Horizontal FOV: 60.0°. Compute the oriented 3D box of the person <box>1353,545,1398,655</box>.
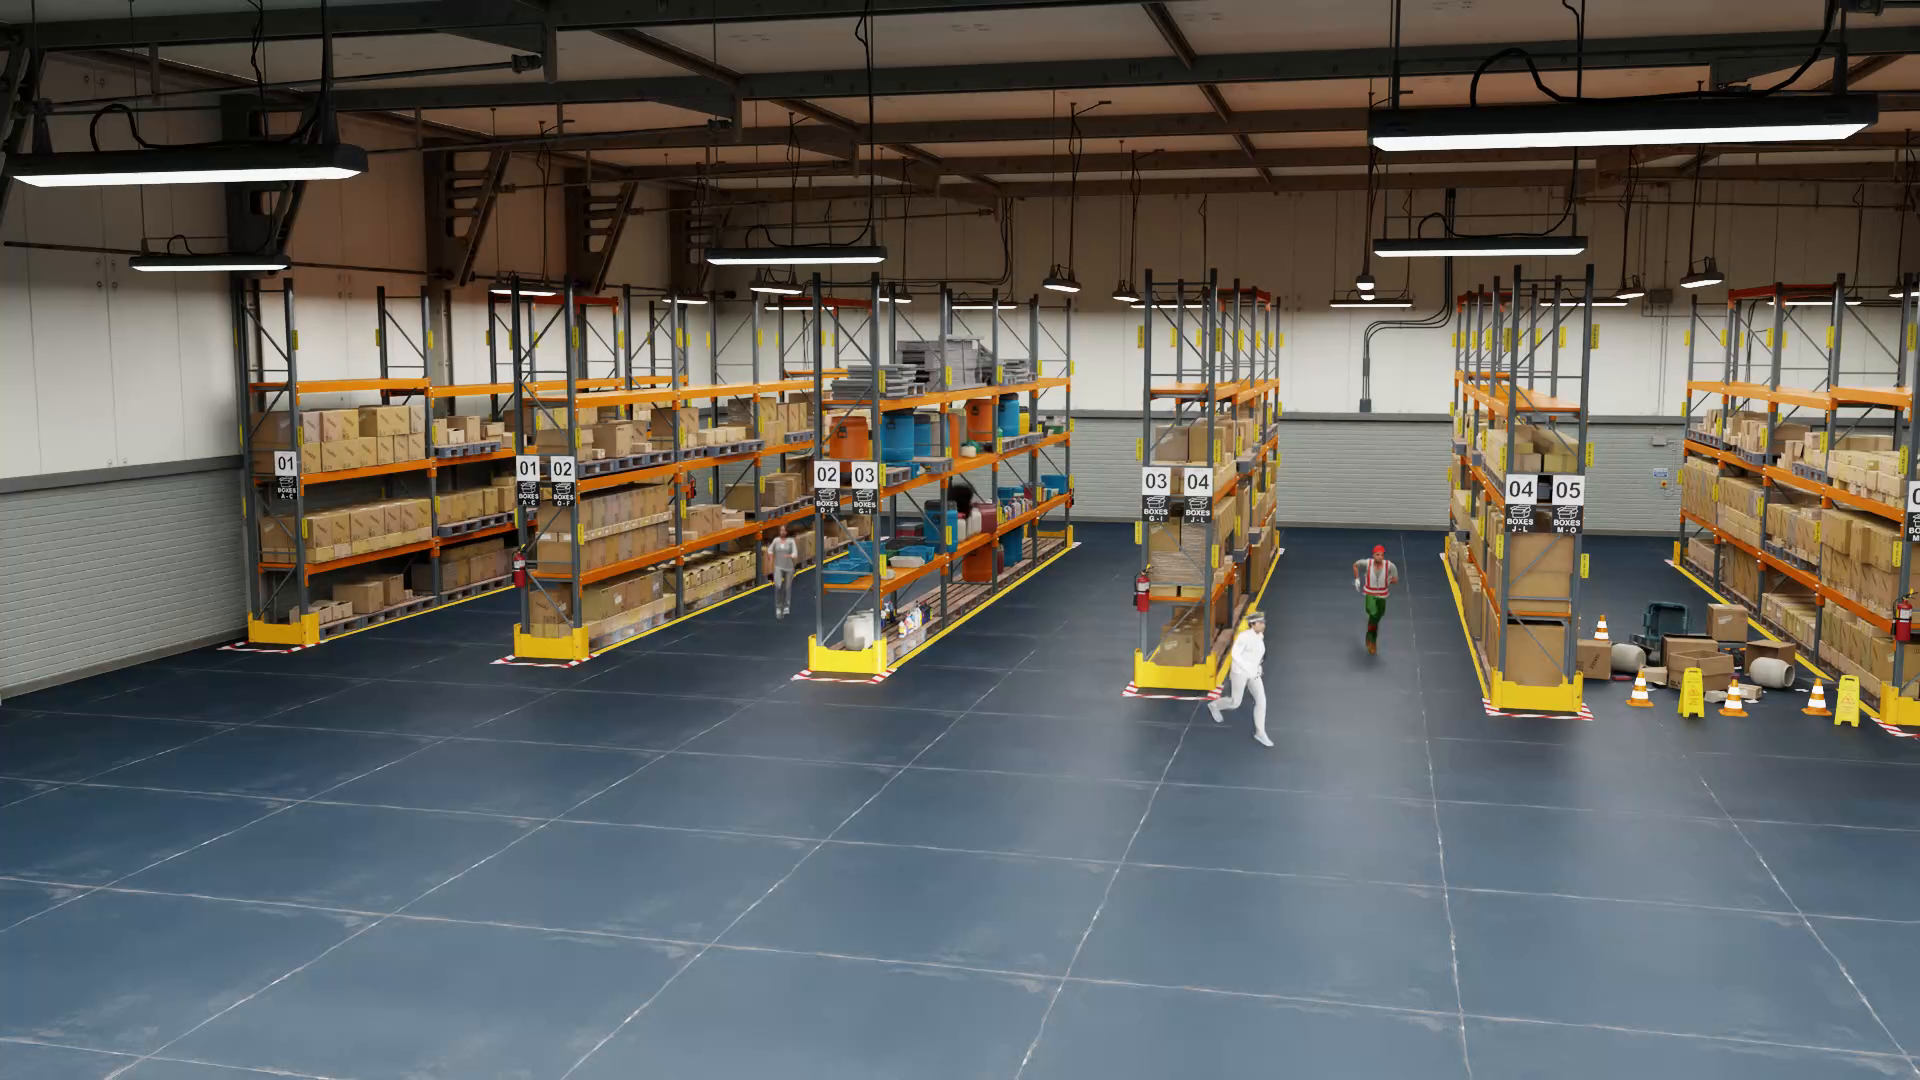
[{"bbox_3d":[6.677,0.933,26.752,0.646,1.763,0.954,0,7,-1],"label":"person"}]

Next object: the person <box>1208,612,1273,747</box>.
[{"bbox_3d":[3.551,1.698,20.895,0.618,1.682,1.024,-6,9,-40],"label":"person"}]

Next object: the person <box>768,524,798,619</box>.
[{"bbox_3d":[-3.041,0.539,28.564,0.505,1.617,0.681,-1,7,-6],"label":"person"}]
